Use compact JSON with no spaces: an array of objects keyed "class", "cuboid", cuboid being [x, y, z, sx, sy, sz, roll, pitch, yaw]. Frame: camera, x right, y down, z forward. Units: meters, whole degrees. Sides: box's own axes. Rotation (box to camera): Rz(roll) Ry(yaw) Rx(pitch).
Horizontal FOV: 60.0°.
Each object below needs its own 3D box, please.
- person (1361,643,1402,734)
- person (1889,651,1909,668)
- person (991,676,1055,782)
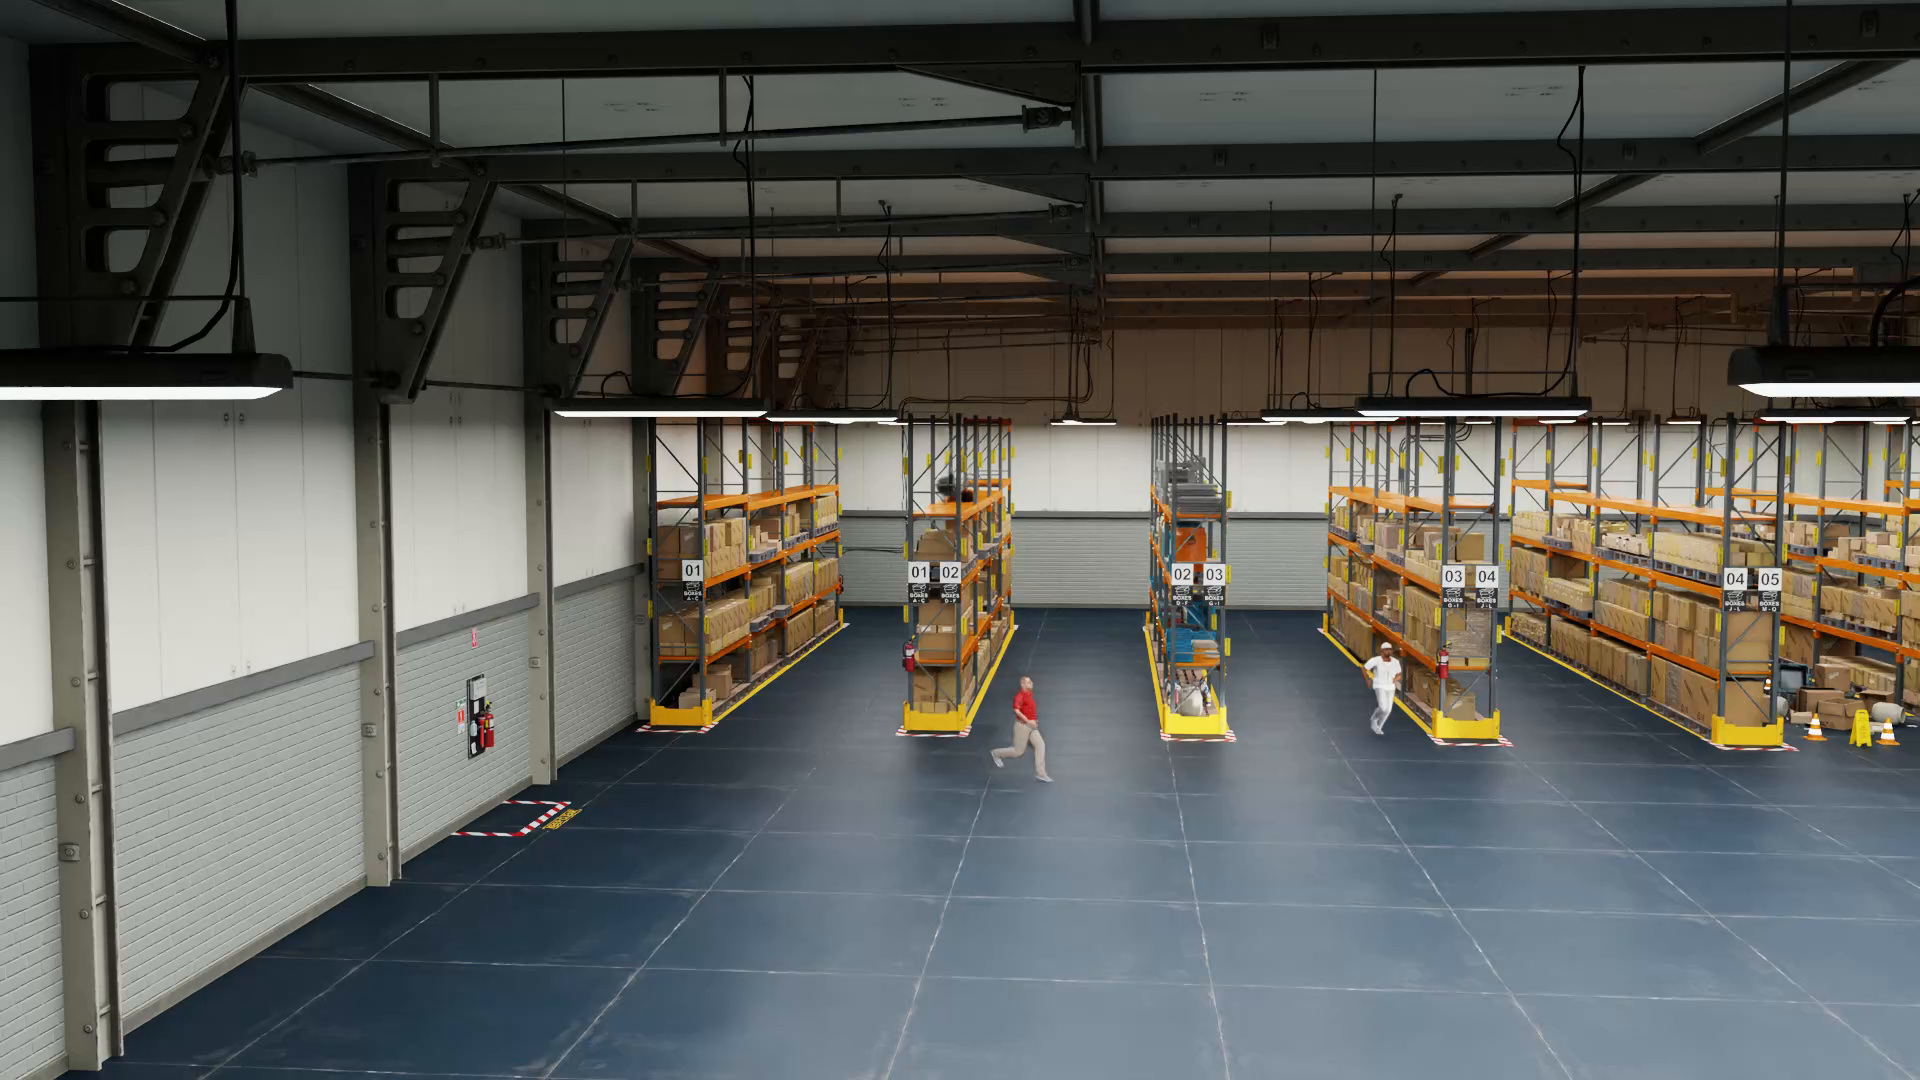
[{"class":"person","cuboid":[7.926,2.772,31.042,0.703,1.718,0.576,-1,4,-14]},{"class":"person","cuboid":[22.255,2.209,39.282,0.669,1.737,0.733,0,4,-6]},{"class":"person","cuboid":[1.027,3.083,27.054,1.059,1.719,0.639,2,4,25]}]
